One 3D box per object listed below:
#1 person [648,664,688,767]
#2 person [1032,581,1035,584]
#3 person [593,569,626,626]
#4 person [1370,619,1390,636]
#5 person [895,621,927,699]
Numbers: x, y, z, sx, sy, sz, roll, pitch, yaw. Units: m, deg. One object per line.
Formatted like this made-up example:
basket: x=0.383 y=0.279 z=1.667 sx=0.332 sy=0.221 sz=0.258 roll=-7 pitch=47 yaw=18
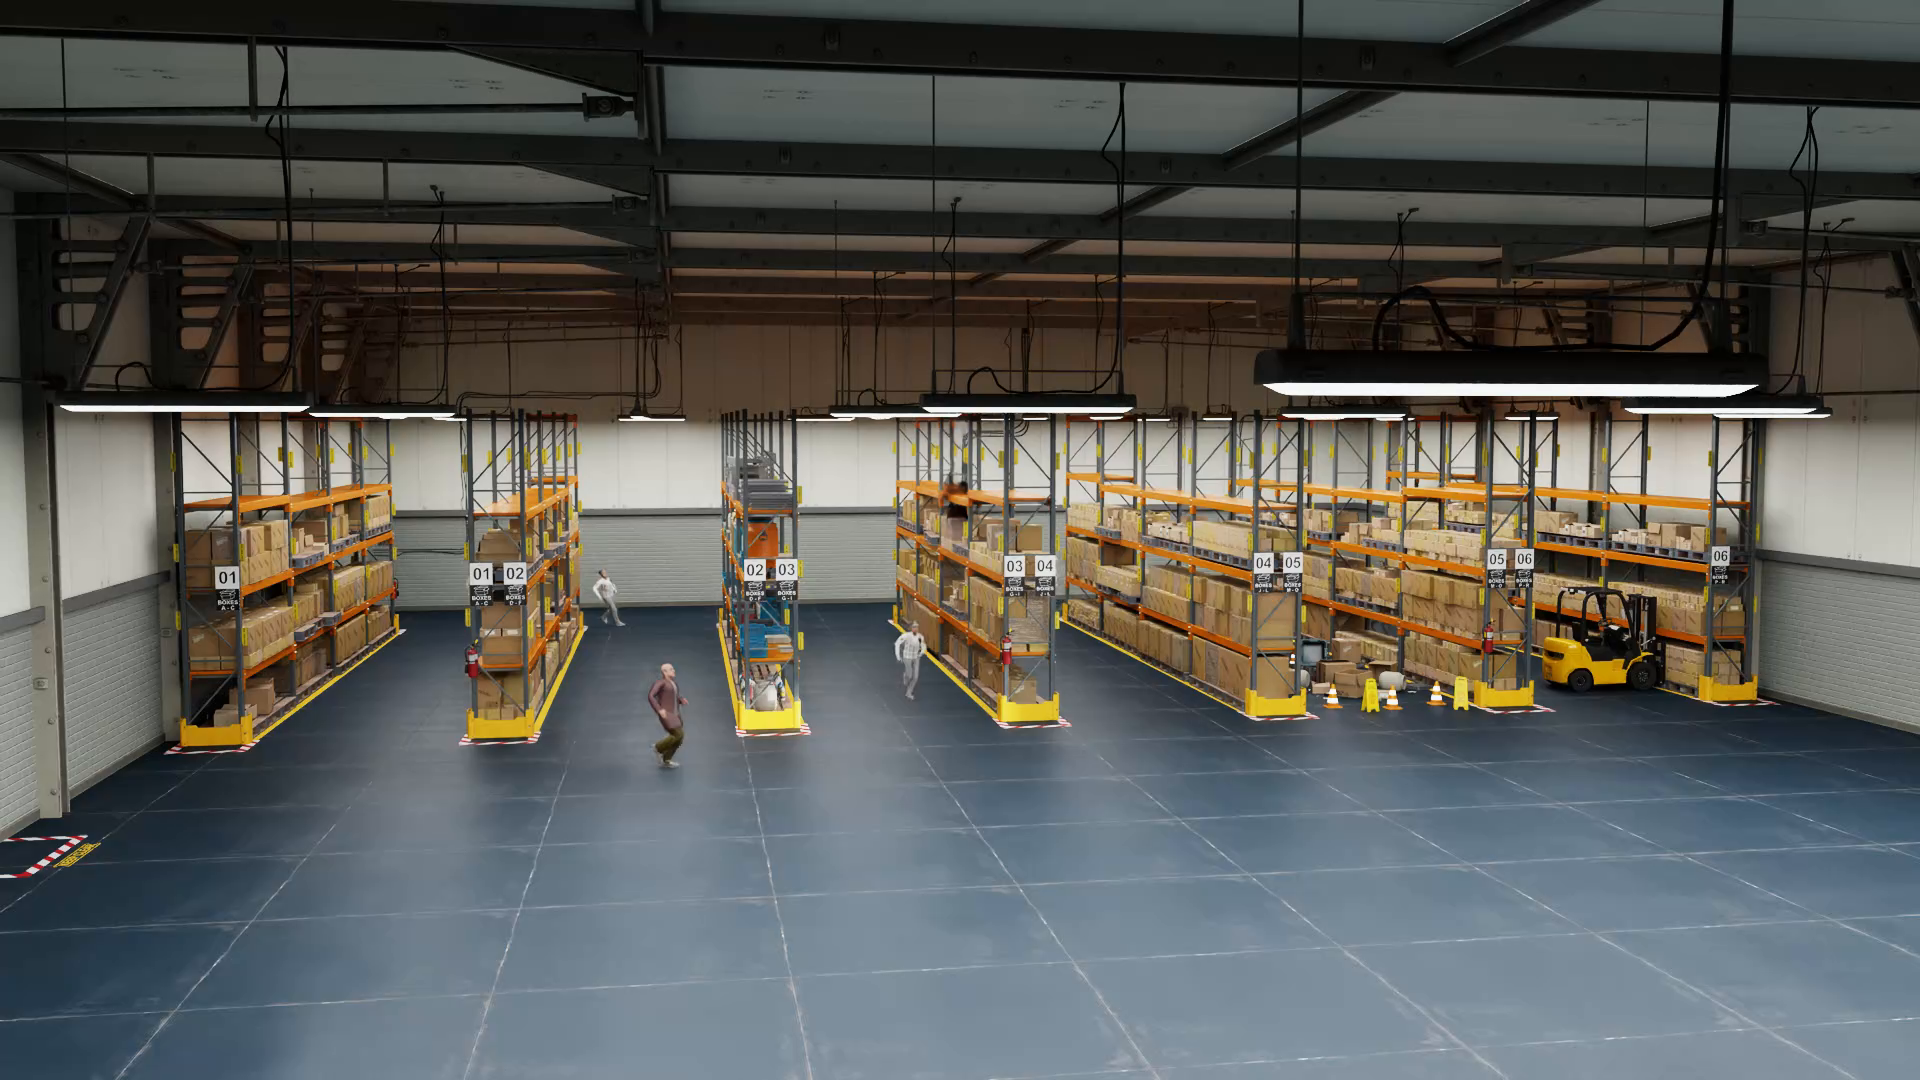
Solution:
person: x=-4.817 y=2.922 z=27.639 sx=0.572 sy=1.738 sz=0.775 roll=1 pitch=4 yaw=17
person: x=2.400 y=1.426 z=49.331 sx=0.711 sy=1.733 sz=0.664 roll=2 pitch=5 yaw=30
person: x=-9.896 y=1.613 z=46.894 sx=0.877 sy=1.626 sz=0.663 roll=2 pitch=4 yaw=24
person: x=10.953 y=1.891 z=43.350 sx=0.535 sy=1.694 sz=0.843 roll=-1 pitch=4 yaw=-14
person: x=-1.014 y=2.499 z=34.777 sx=0.653 sy=1.642 sz=0.641 roll=-1 pitch=4 yaw=-18
